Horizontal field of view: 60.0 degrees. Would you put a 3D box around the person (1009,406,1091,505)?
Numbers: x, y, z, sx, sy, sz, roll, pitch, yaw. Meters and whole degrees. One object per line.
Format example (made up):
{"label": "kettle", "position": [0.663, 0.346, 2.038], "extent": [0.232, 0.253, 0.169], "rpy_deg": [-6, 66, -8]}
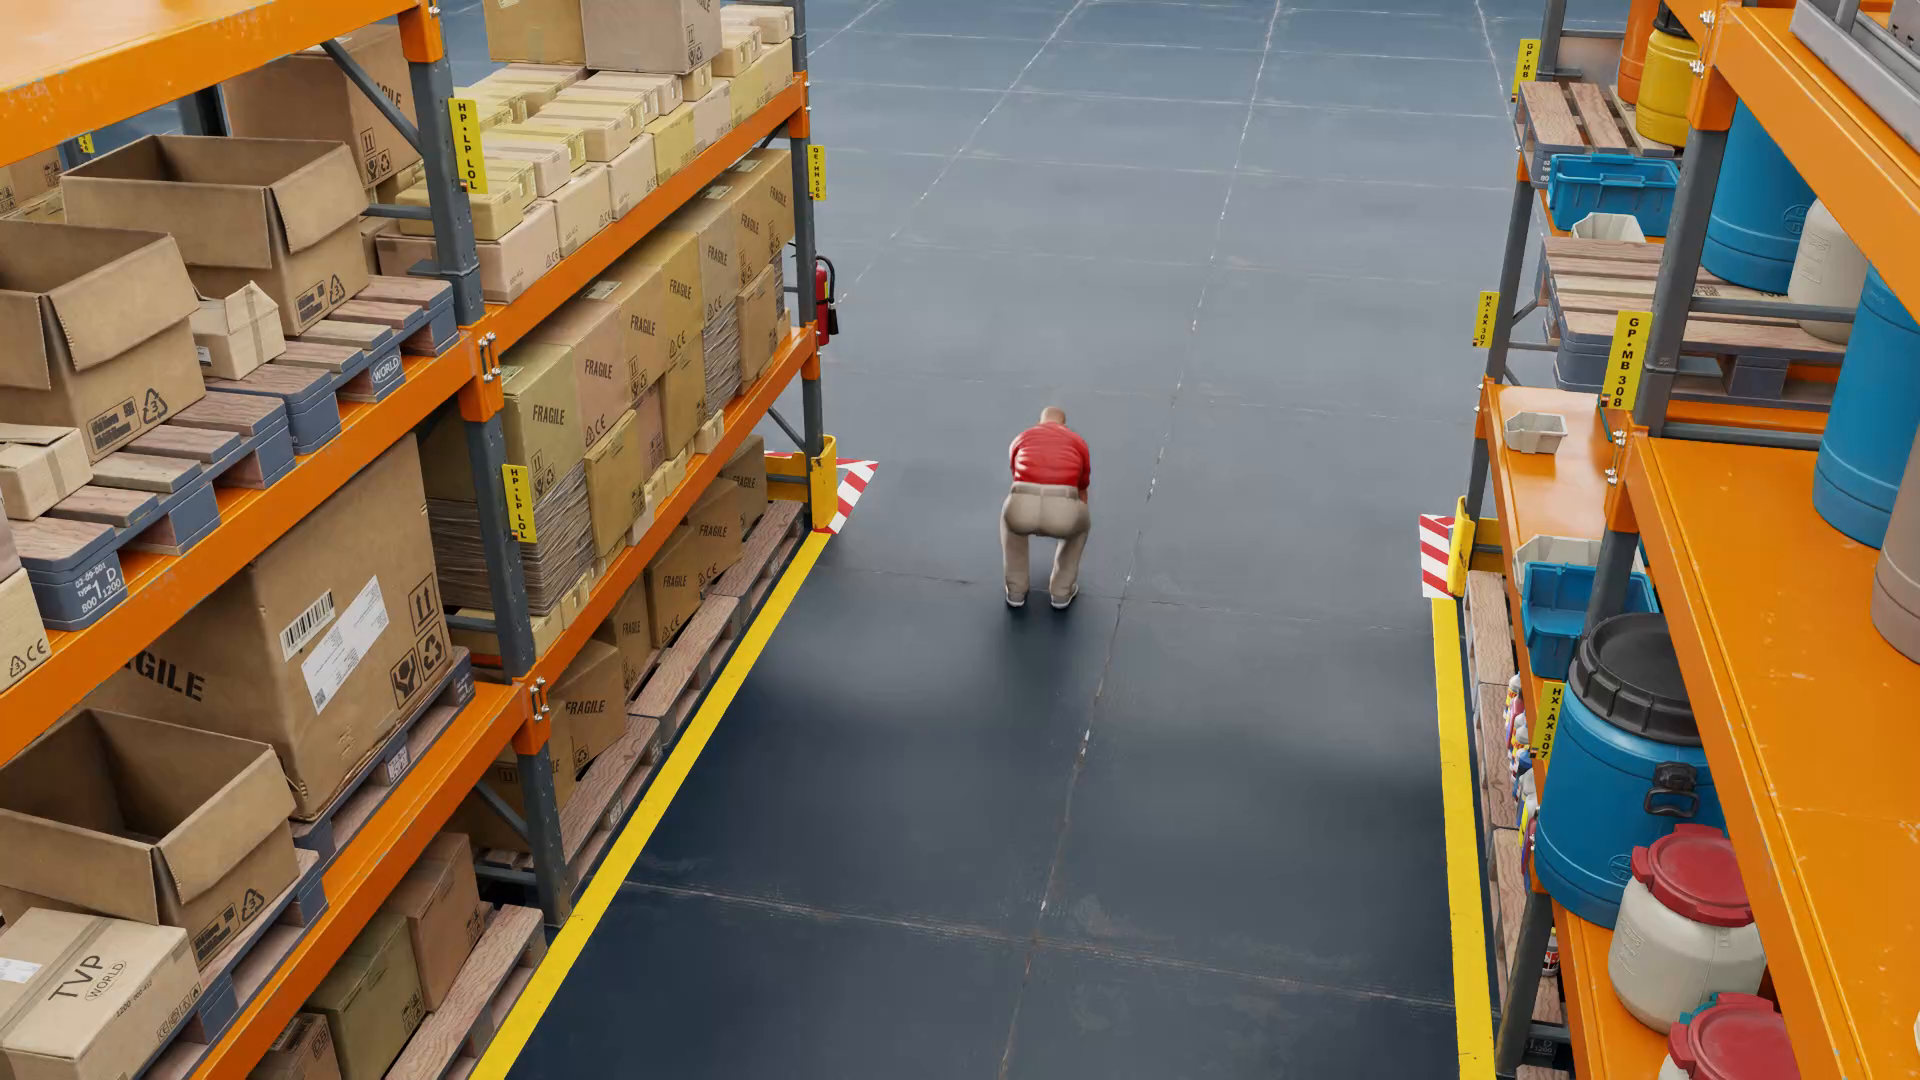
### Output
{"label": "person", "position": [0.511, -0.285, 9.726], "extent": [0.481, 0.794, 0.803], "rpy_deg": [5, 29, 8]}
